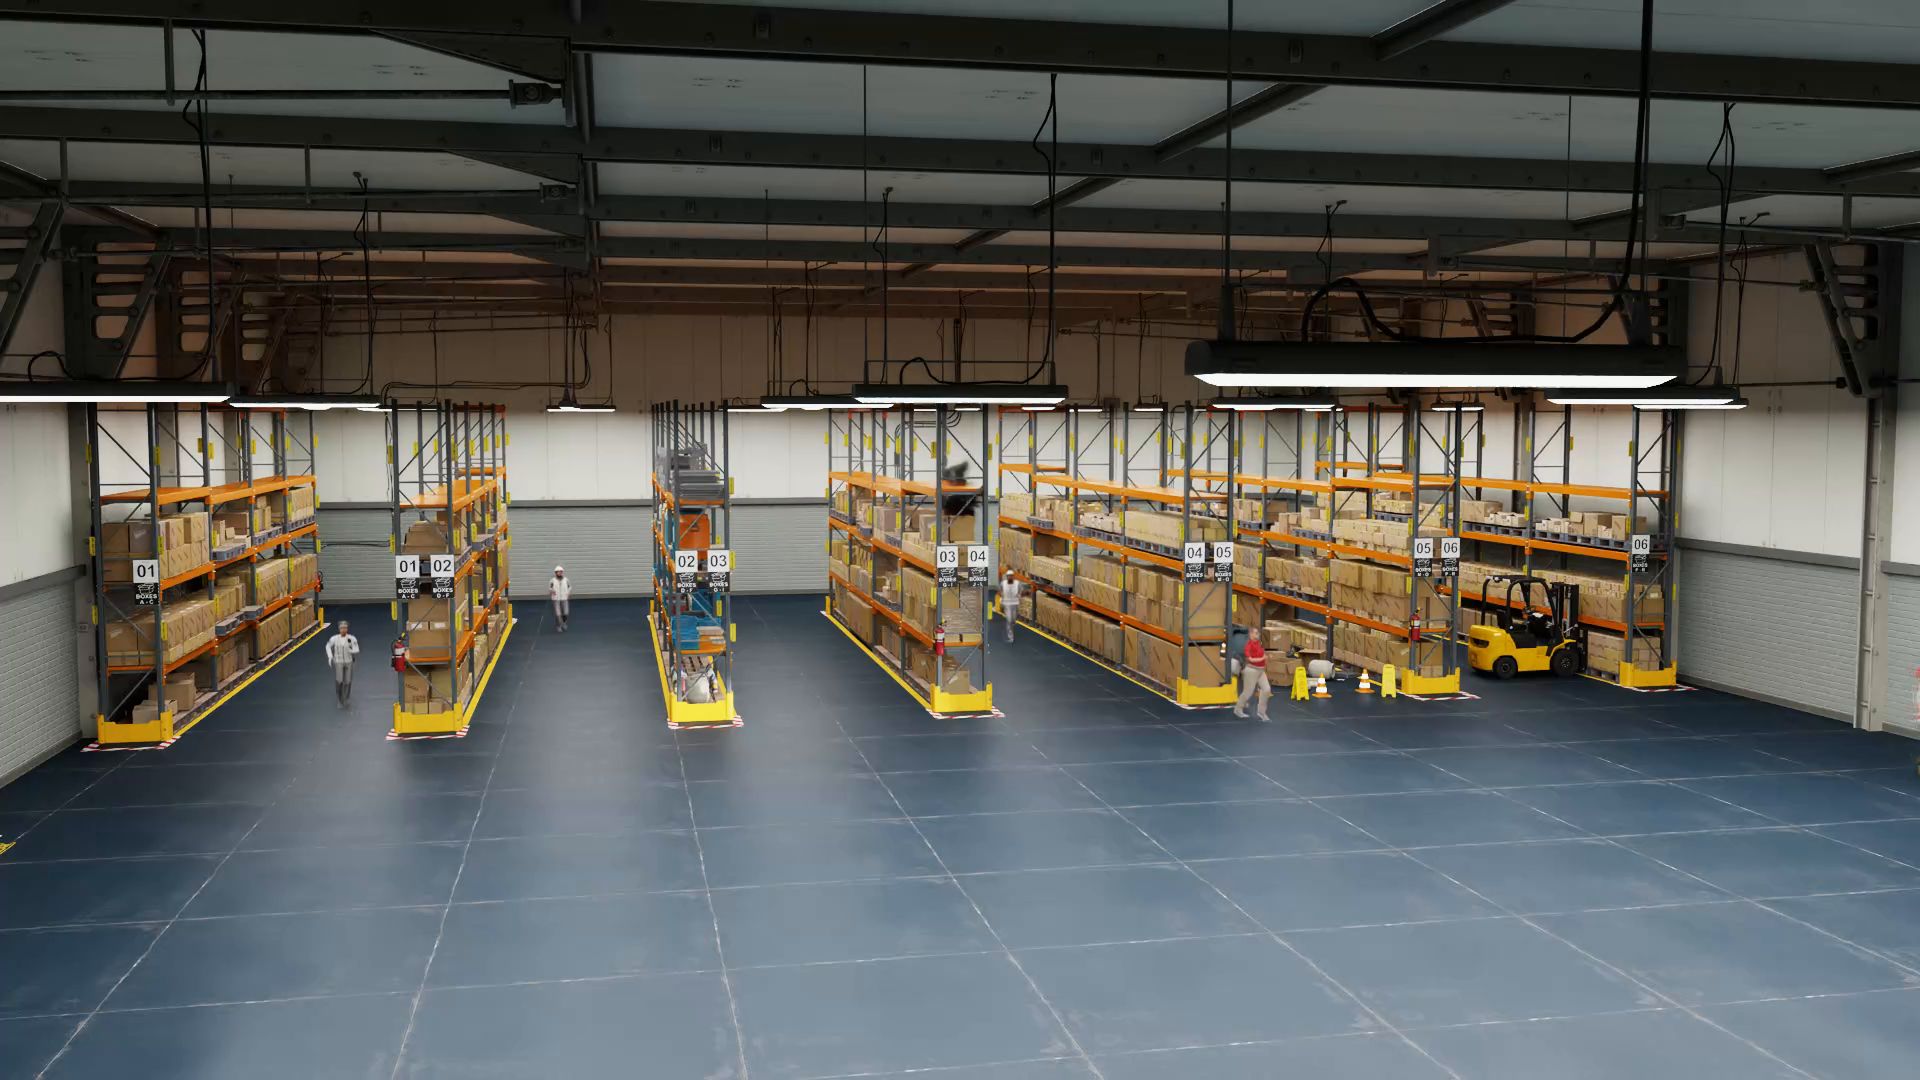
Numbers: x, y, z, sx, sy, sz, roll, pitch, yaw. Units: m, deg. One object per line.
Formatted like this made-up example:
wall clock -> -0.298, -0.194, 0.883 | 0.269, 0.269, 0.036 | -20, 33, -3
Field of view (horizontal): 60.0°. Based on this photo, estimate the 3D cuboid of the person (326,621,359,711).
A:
person -> -12.010, 2.440, 32.404 | 0.576, 1.749, 0.717 | -2, 5, -26

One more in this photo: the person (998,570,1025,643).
person -> 1.305, 1.656, 42.085 | 0.665, 1.793, 0.926 | 0, 4, -6

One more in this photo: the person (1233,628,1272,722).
person -> 5.486, 2.528, 31.086 | 0.761, 1.799, 0.639 | 4, 6, 39

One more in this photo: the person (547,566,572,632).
person -> -10.495, 1.560, 43.699 | 0.651, 1.726, 0.583 | -2, 5, -21
